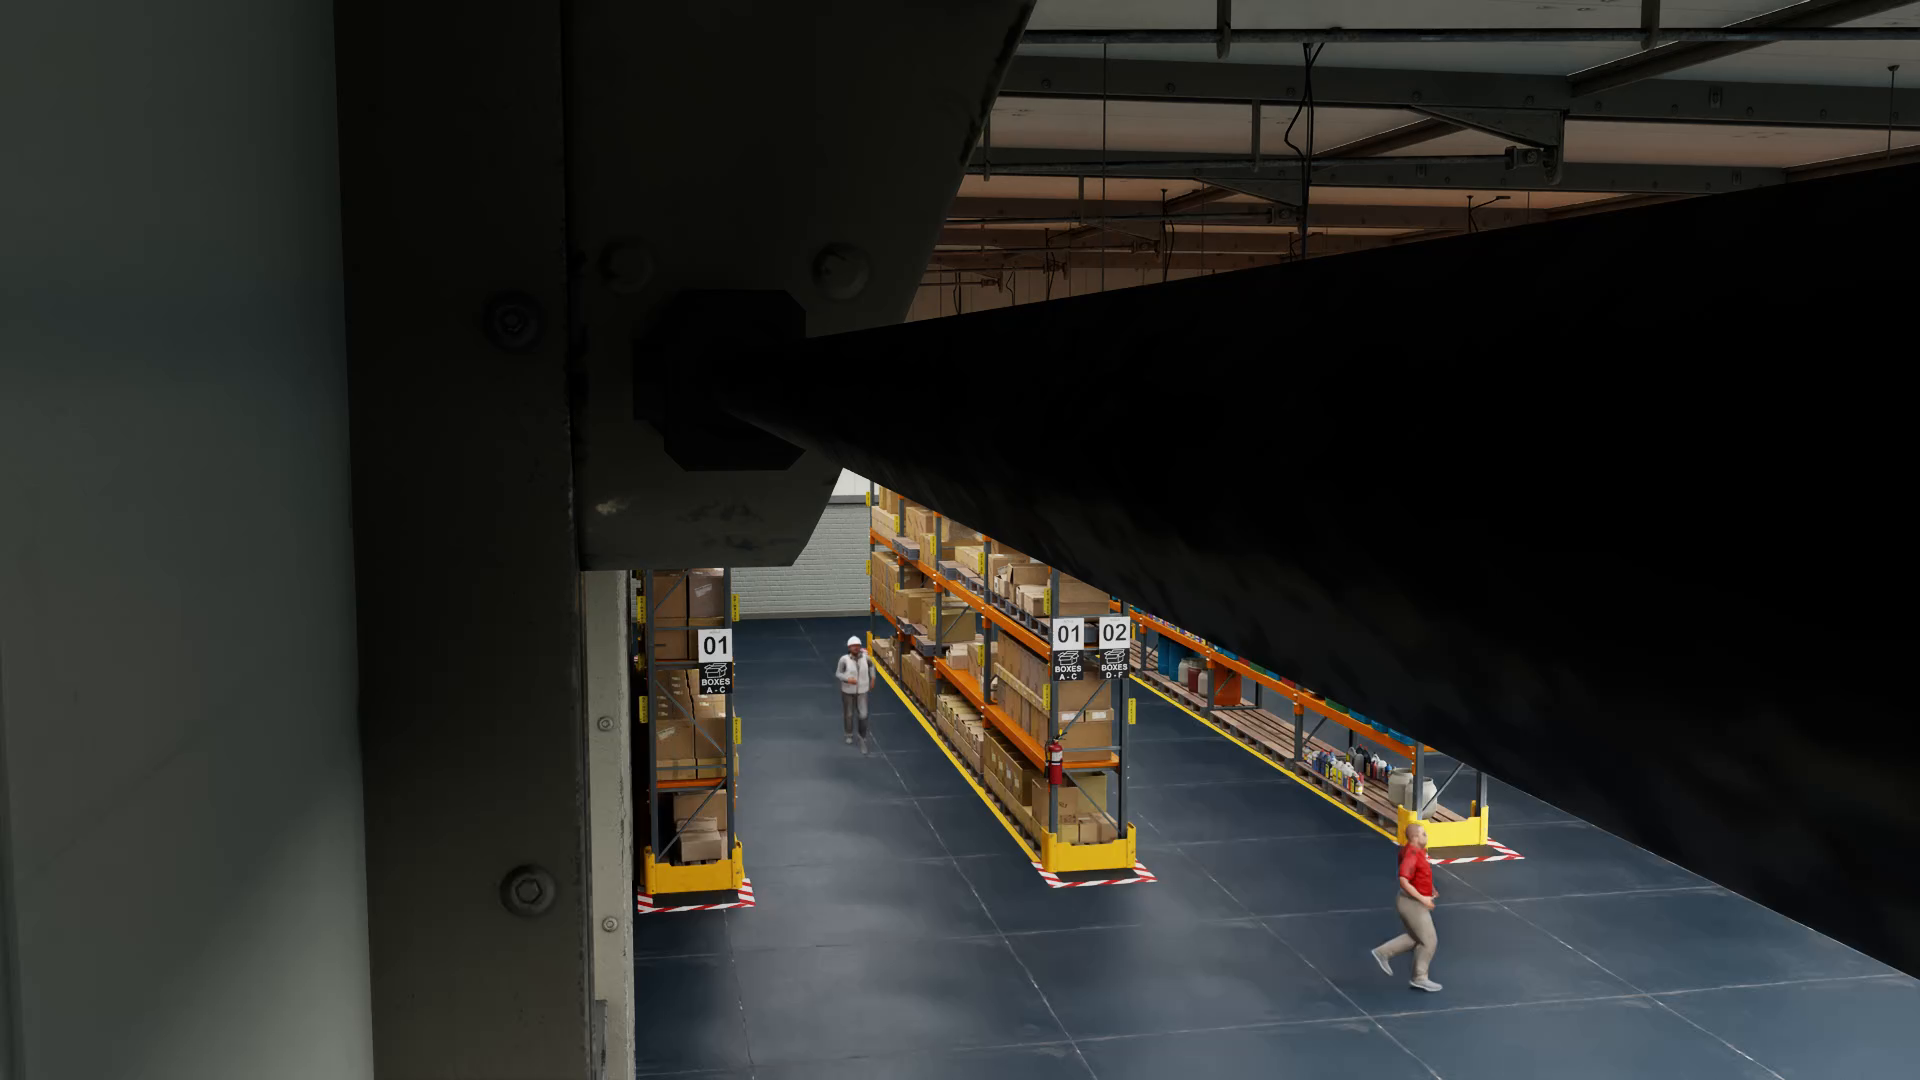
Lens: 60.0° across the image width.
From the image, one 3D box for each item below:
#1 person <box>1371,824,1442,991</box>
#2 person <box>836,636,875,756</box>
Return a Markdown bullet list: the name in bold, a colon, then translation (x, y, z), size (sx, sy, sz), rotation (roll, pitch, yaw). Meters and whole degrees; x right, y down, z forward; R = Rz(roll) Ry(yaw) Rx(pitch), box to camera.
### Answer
- **person**: translation (4.566, 3.728, 16.923), size (0.710, 1.712, 0.672), rotation (1, 6, 10)
- **person**: translation (-1.637, 2.459, 26.286), size (0.671, 1.895, 0.725), rotation (-2, 6, -14)
